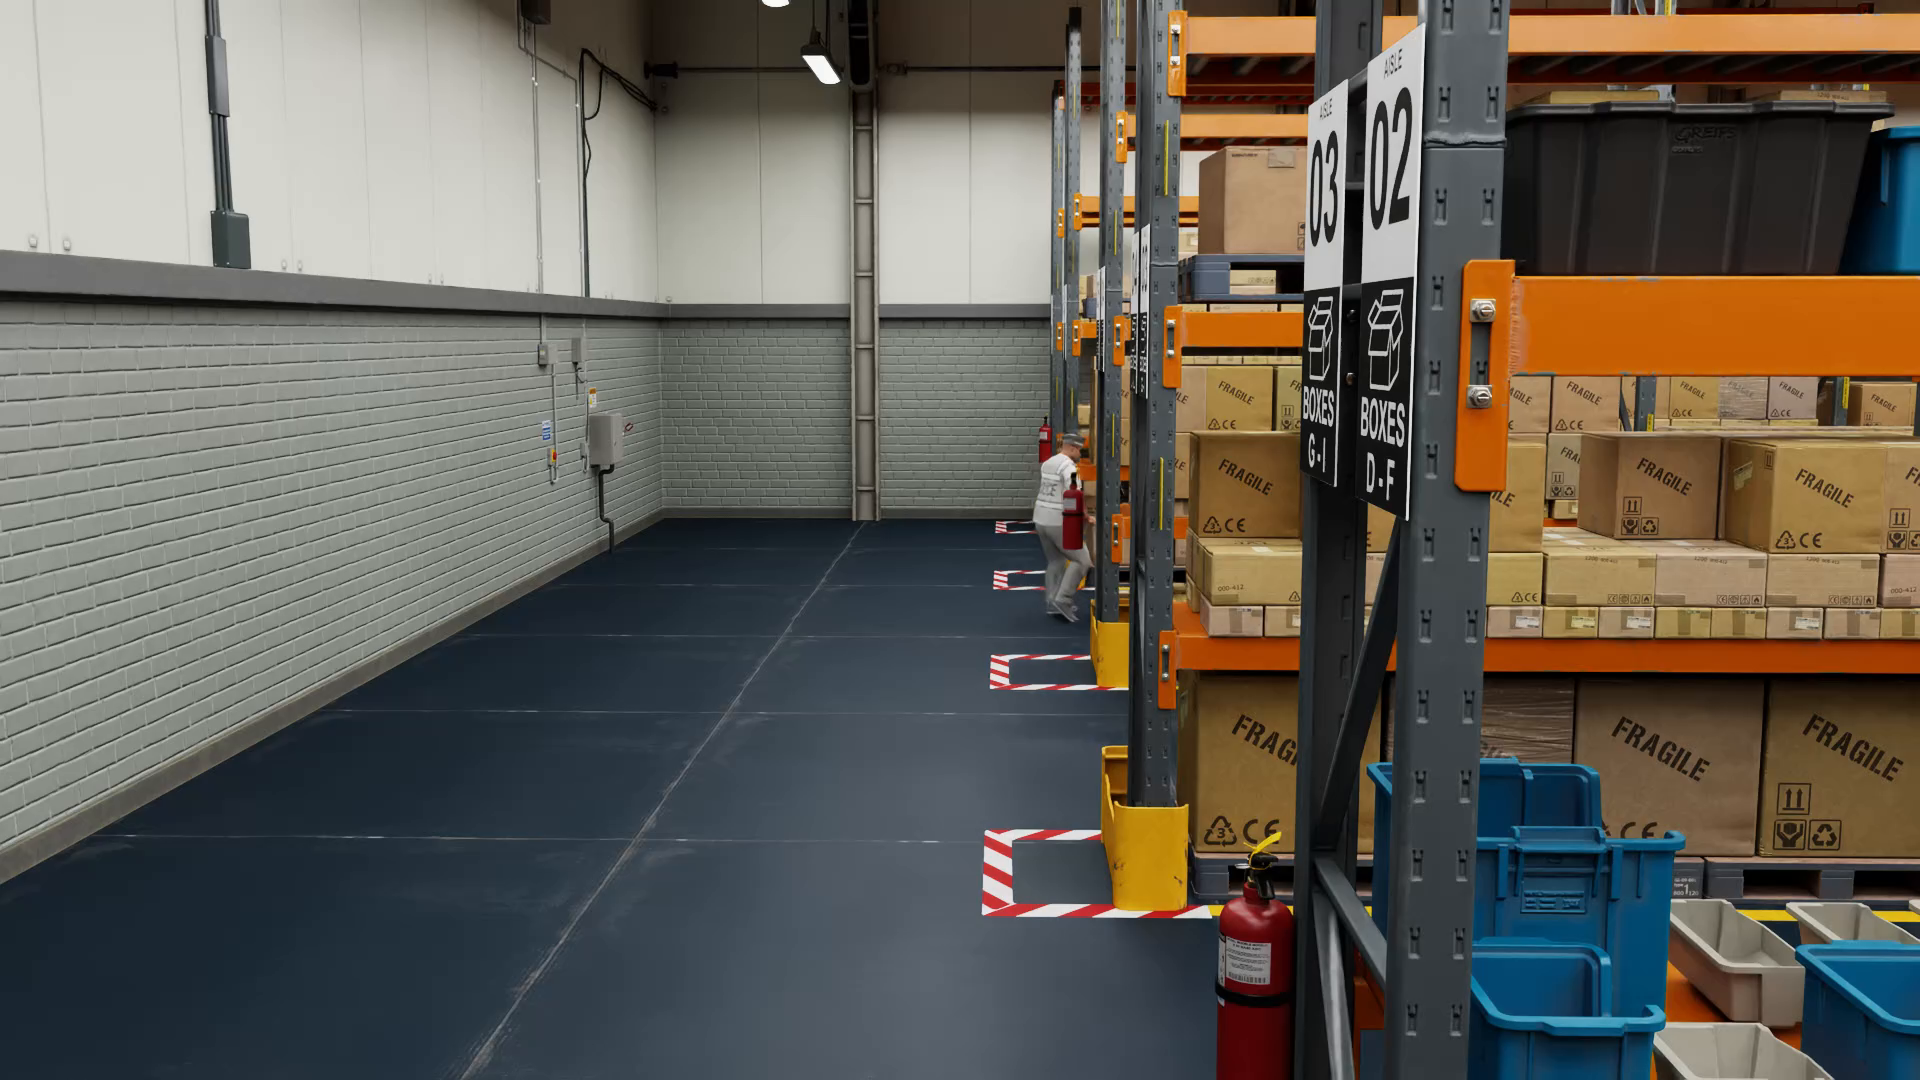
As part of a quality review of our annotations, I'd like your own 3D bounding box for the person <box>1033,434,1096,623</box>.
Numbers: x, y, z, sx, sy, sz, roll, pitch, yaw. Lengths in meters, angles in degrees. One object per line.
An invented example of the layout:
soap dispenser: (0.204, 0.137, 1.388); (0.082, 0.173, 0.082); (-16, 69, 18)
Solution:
person: (1.003, -0.110, 15.747); (0.589, 1.787, 0.551); (-4, 8, -26)
